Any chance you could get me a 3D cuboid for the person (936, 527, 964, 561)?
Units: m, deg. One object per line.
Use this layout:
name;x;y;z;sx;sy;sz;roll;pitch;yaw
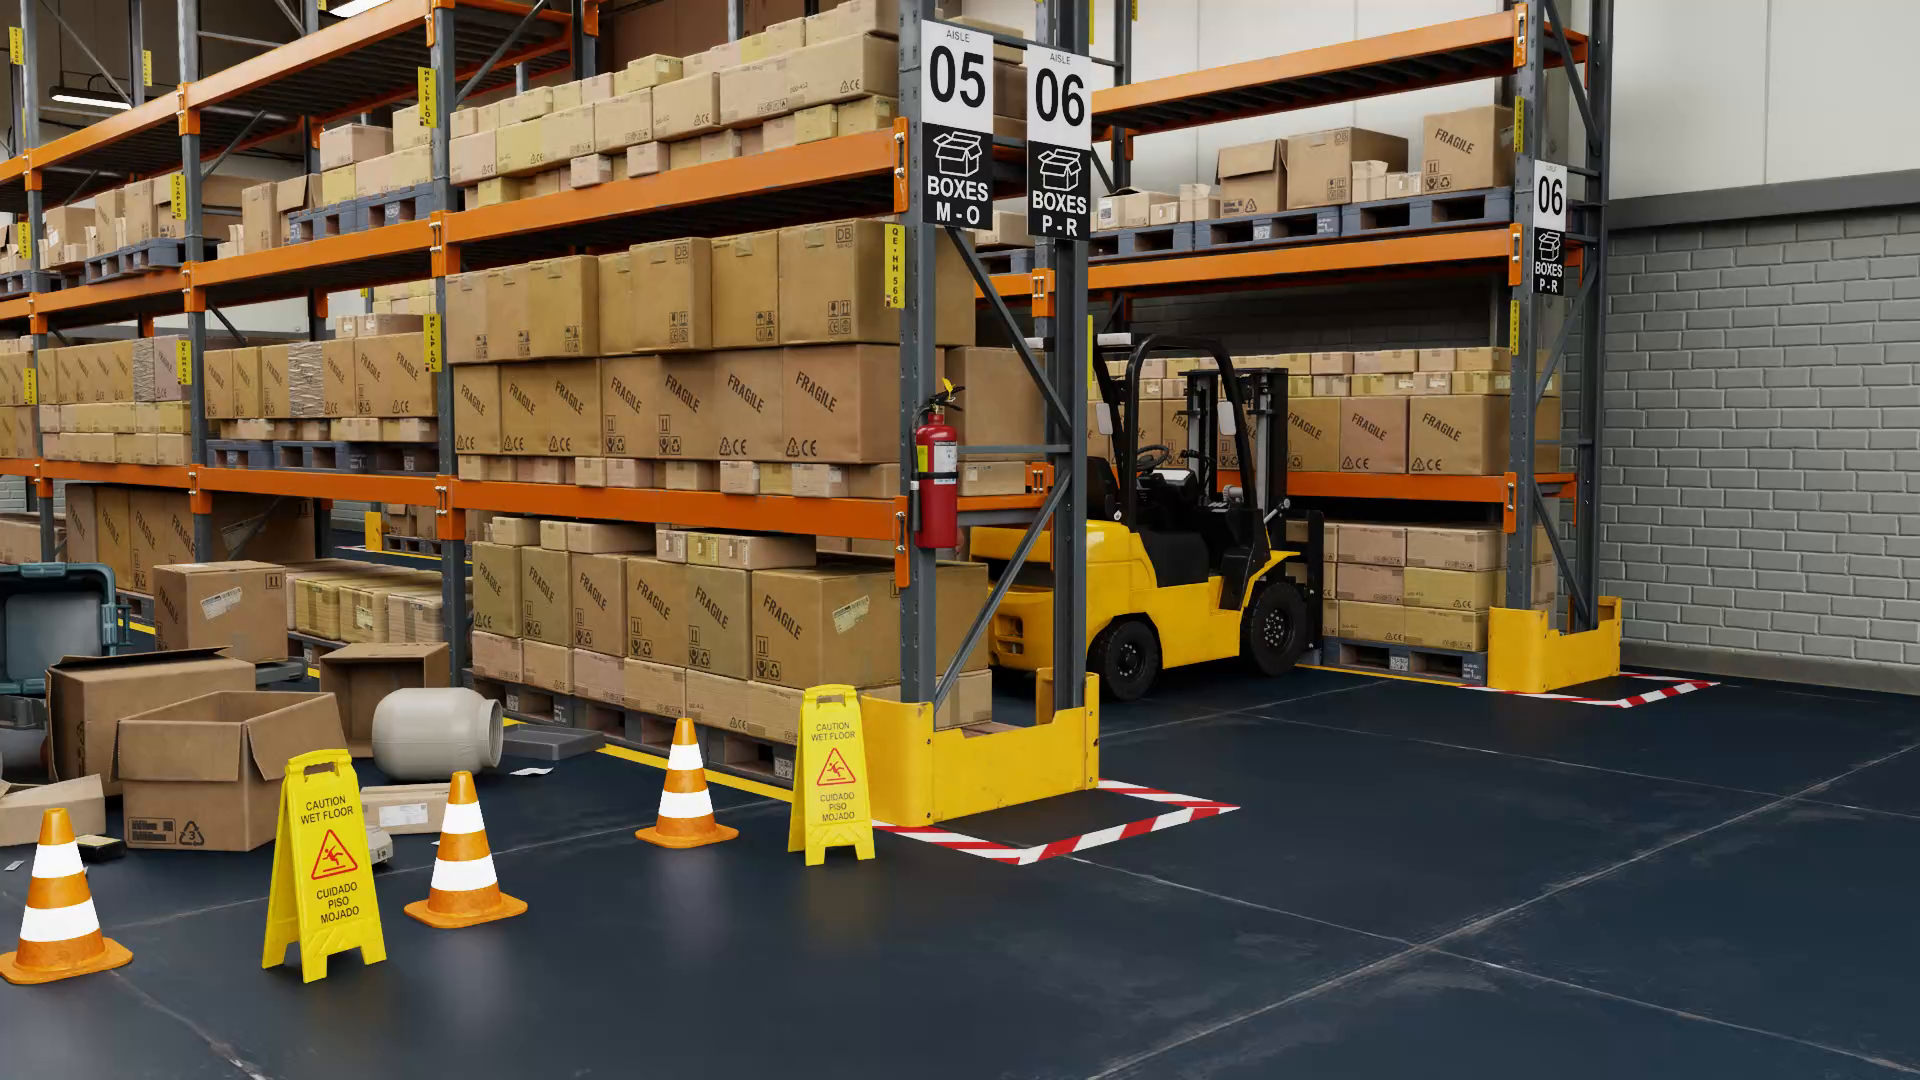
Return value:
person;-0.237;-0.053;11.503;0.606;1.748;0.431;4;5;43
